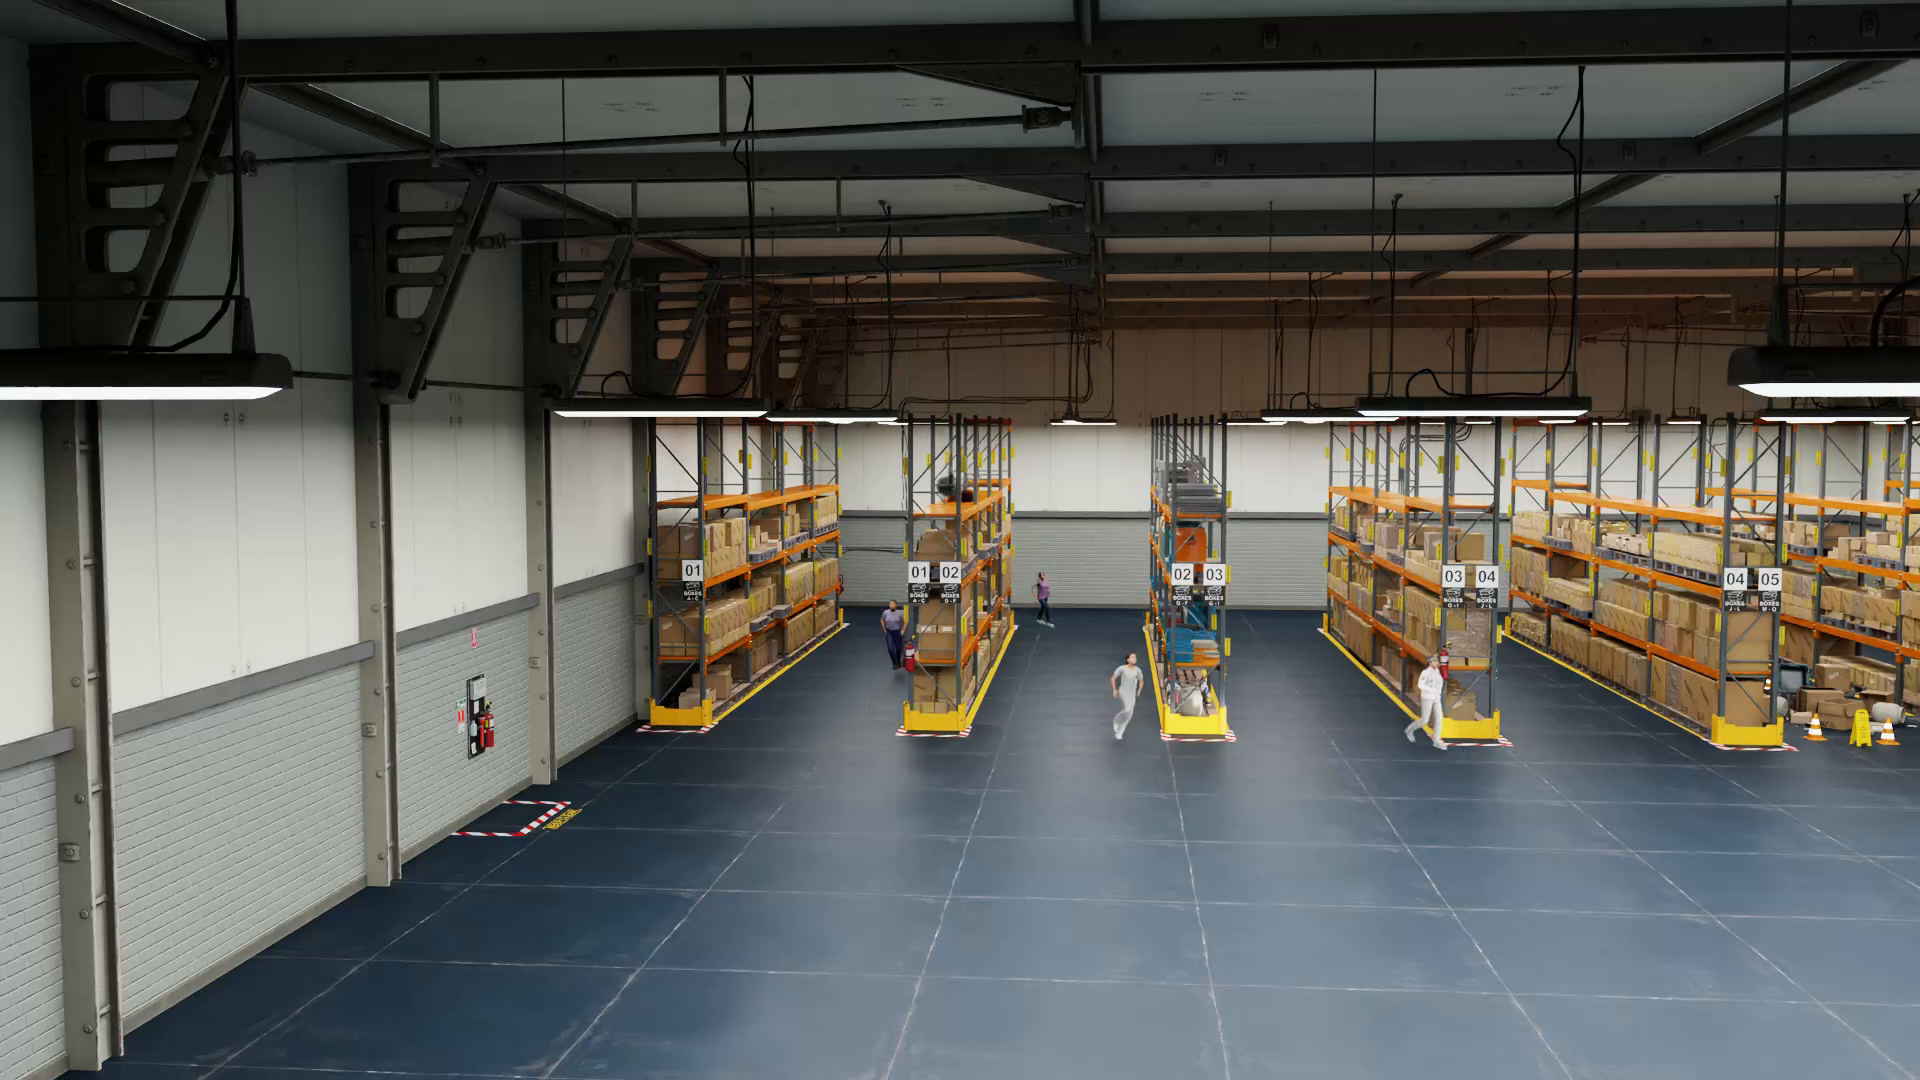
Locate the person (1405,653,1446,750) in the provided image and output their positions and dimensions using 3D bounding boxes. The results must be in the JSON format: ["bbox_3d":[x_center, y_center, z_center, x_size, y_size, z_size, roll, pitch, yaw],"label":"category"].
[{"bbox_3d":[8.402,2.858,29.884,0.624,1.687,0.758,-3,5,-33],"label":"person"}]

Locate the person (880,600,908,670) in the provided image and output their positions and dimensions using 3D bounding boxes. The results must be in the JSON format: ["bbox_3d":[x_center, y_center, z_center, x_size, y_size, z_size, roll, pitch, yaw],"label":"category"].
[{"bbox_3d":[-1.503,2.146,37.673,0.624,1.576,0.538,0,4,4],"label":"person"}]

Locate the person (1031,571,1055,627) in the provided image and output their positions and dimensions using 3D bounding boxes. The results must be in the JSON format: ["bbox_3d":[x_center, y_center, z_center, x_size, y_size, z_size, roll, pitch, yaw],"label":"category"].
[{"bbox_3d":[2.366,1.699,47.817,0.744,1.606,0.602,3,5,42],"label":"person"}]

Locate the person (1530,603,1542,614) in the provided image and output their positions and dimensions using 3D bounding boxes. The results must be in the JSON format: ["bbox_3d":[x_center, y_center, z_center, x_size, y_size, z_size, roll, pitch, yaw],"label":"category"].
[{"bbox_3d":[16.541,1.650,47.579,0.920,1.707,0.661,-1,4,-9],"label":"person"}]

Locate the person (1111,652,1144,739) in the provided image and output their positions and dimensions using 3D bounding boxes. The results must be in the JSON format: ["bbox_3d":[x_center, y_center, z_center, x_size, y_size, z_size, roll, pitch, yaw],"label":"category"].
[{"bbox_3d":[3.137,2.867,30.600,0.600,1.576,0.542,-1,4,-16],"label":"person"}]
